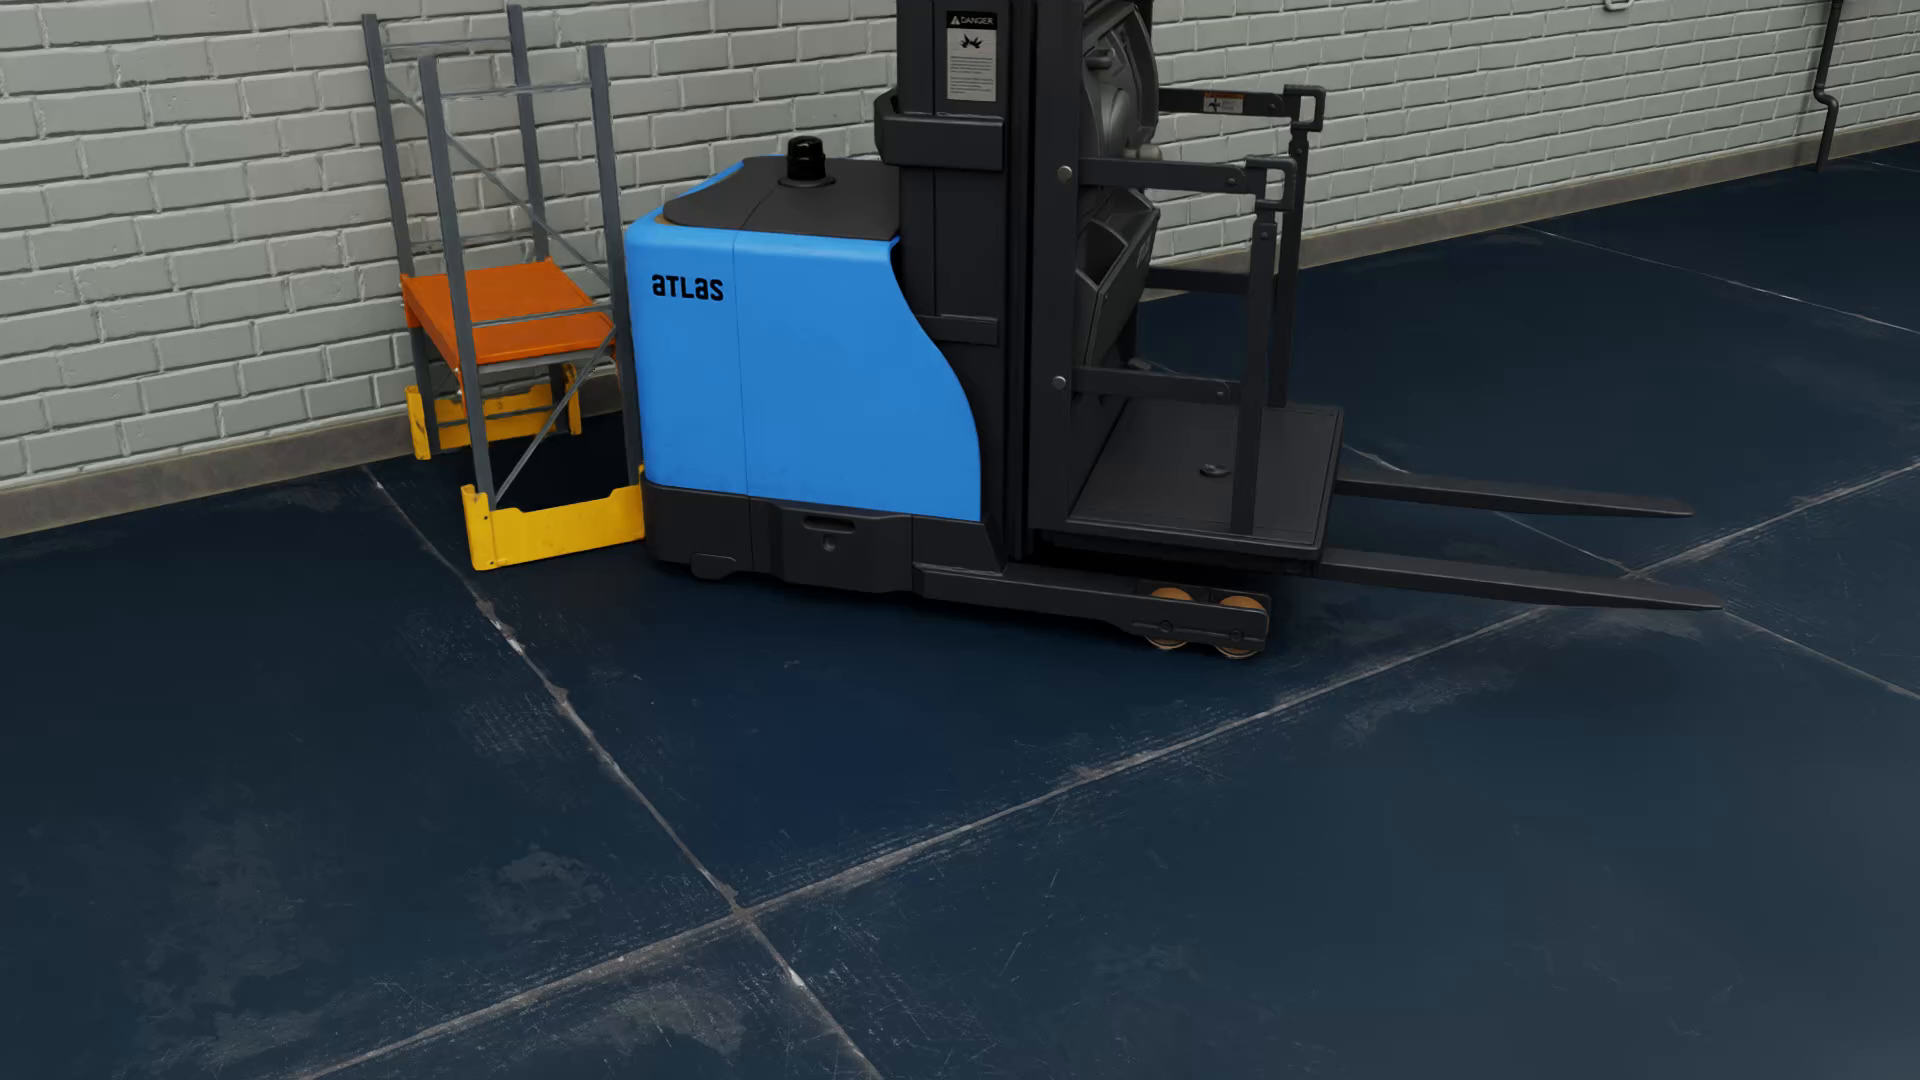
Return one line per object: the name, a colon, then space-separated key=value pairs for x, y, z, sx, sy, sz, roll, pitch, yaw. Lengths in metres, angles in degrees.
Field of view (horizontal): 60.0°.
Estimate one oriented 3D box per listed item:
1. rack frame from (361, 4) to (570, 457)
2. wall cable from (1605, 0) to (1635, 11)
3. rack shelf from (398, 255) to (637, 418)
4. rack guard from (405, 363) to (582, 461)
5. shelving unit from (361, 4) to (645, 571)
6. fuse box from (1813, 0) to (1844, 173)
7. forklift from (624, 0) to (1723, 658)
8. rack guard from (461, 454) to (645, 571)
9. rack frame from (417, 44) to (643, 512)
rack frame: x=-1.661 y=-1.028 z=5.668 sx=0.500 sy=1.500 sz=0.032 roll=-12 pitch=27 yaw=-23
wall cable: x=3.311 y=-3.580 z=8.093 sx=0.585 sy=1.953 sz=0.123 roll=-16 pitch=29 yaw=-30
rack shelf: x=-1.435 y=-0.675 z=5.329 sx=0.538 sy=0.185 sz=1.000 roll=-12 pitch=27 yaw=-23
rack guard: x=-1.656 y=-0.460 z=5.929 sx=0.587 sy=0.250 sz=0.087 roll=-12 pitch=27 yaw=-23
shelving unit: x=-1.441 y=-0.842 z=5.261 sx=0.587 sy=1.500 sz=1.083 roll=-12 pitch=27 yaw=-23
fuse box: x=5.151 y=-2.961 z=9.518 sx=0.539 sy=1.711 sz=0.414 roll=-16 pitch=29 yaw=-30
forklift: x=0.626 y=-1.254 z=4.473 sx=3.031 sy=2.935 sz=1.130 roll=7 pitch=26 yaw=14
rack guard: x=-1.217 y=-0.088 z=5.116 sx=0.587 sy=0.250 sz=0.087 roll=-12 pitch=27 yaw=-23
rack frame: x=-1.212 y=-0.649 z=4.838 sx=0.500 sy=1.500 sz=0.032 roll=-12 pitch=27 yaw=-23
